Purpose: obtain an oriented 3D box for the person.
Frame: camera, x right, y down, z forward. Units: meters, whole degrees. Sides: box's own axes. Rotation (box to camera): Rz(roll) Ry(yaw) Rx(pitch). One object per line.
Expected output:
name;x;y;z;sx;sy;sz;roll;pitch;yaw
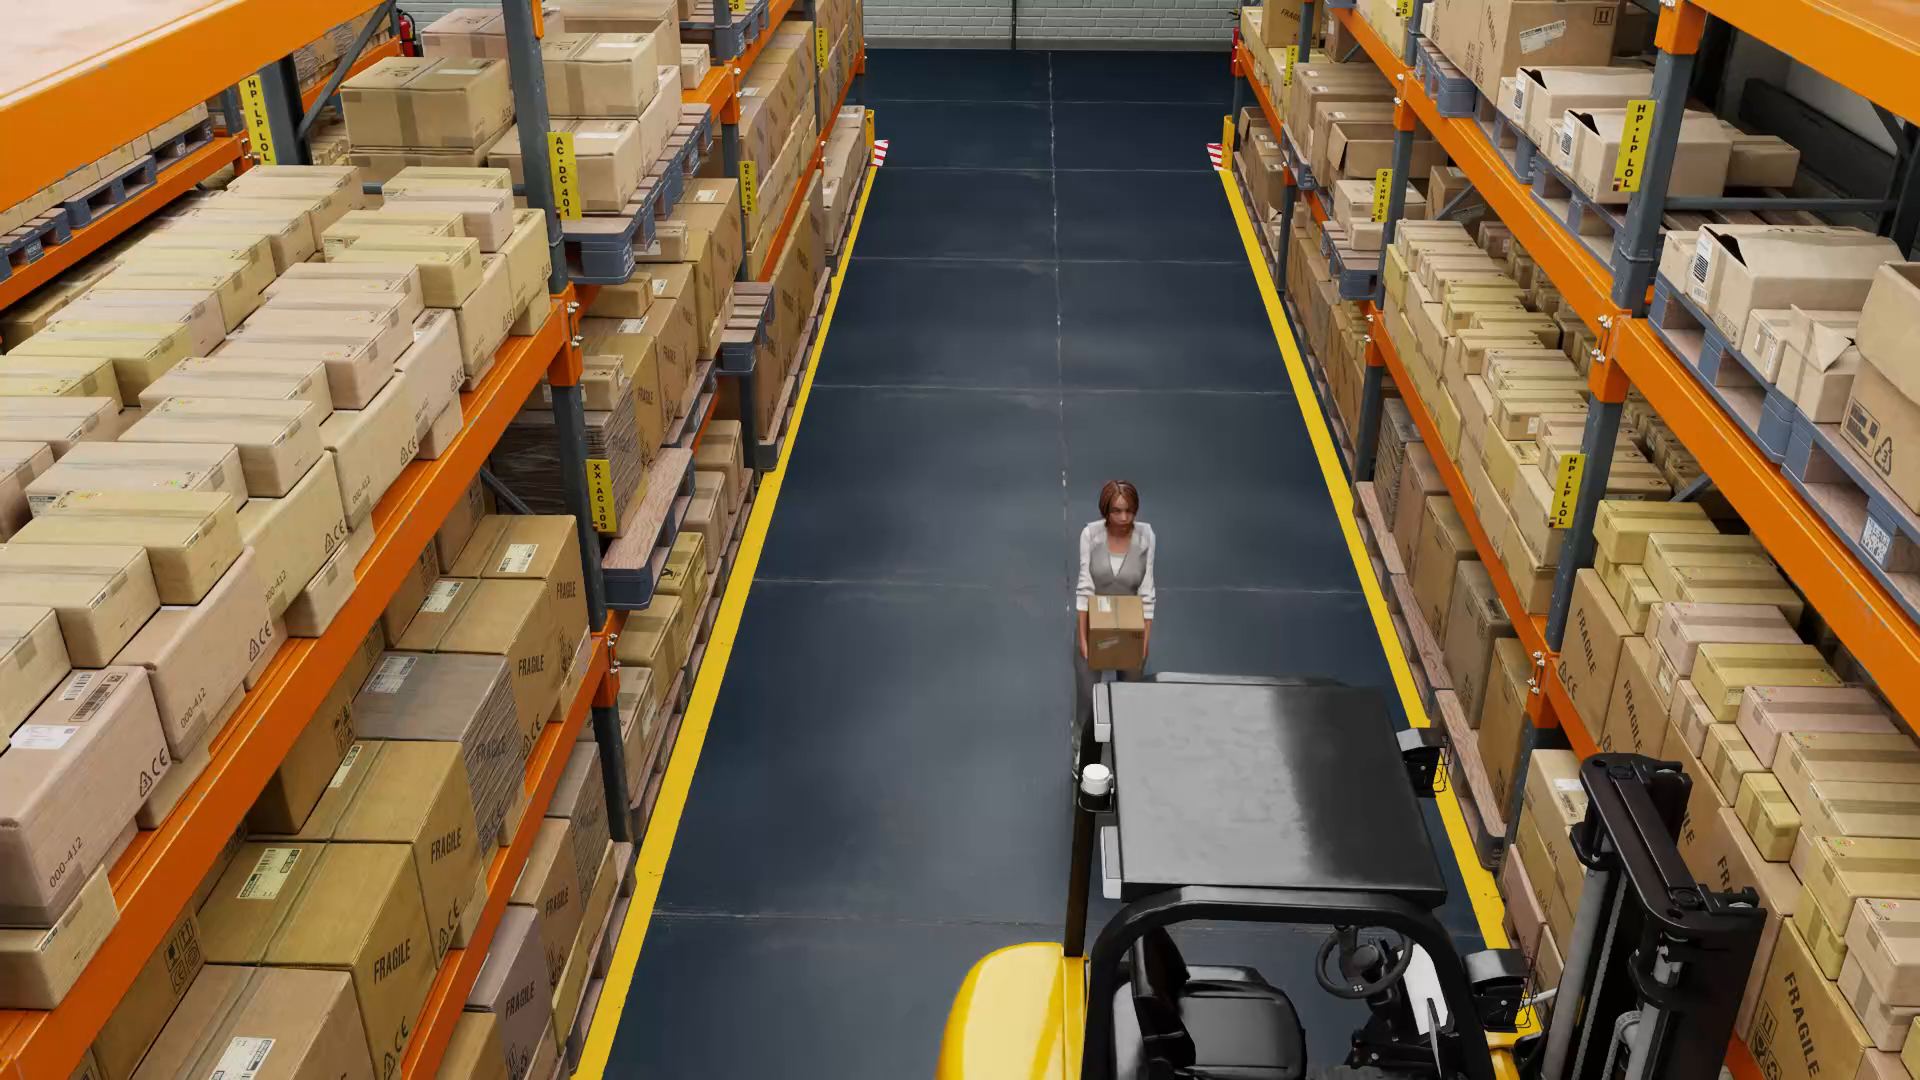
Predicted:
person;0.734;0.481;7.962;0.375;1.599;0.500;1;28;2
